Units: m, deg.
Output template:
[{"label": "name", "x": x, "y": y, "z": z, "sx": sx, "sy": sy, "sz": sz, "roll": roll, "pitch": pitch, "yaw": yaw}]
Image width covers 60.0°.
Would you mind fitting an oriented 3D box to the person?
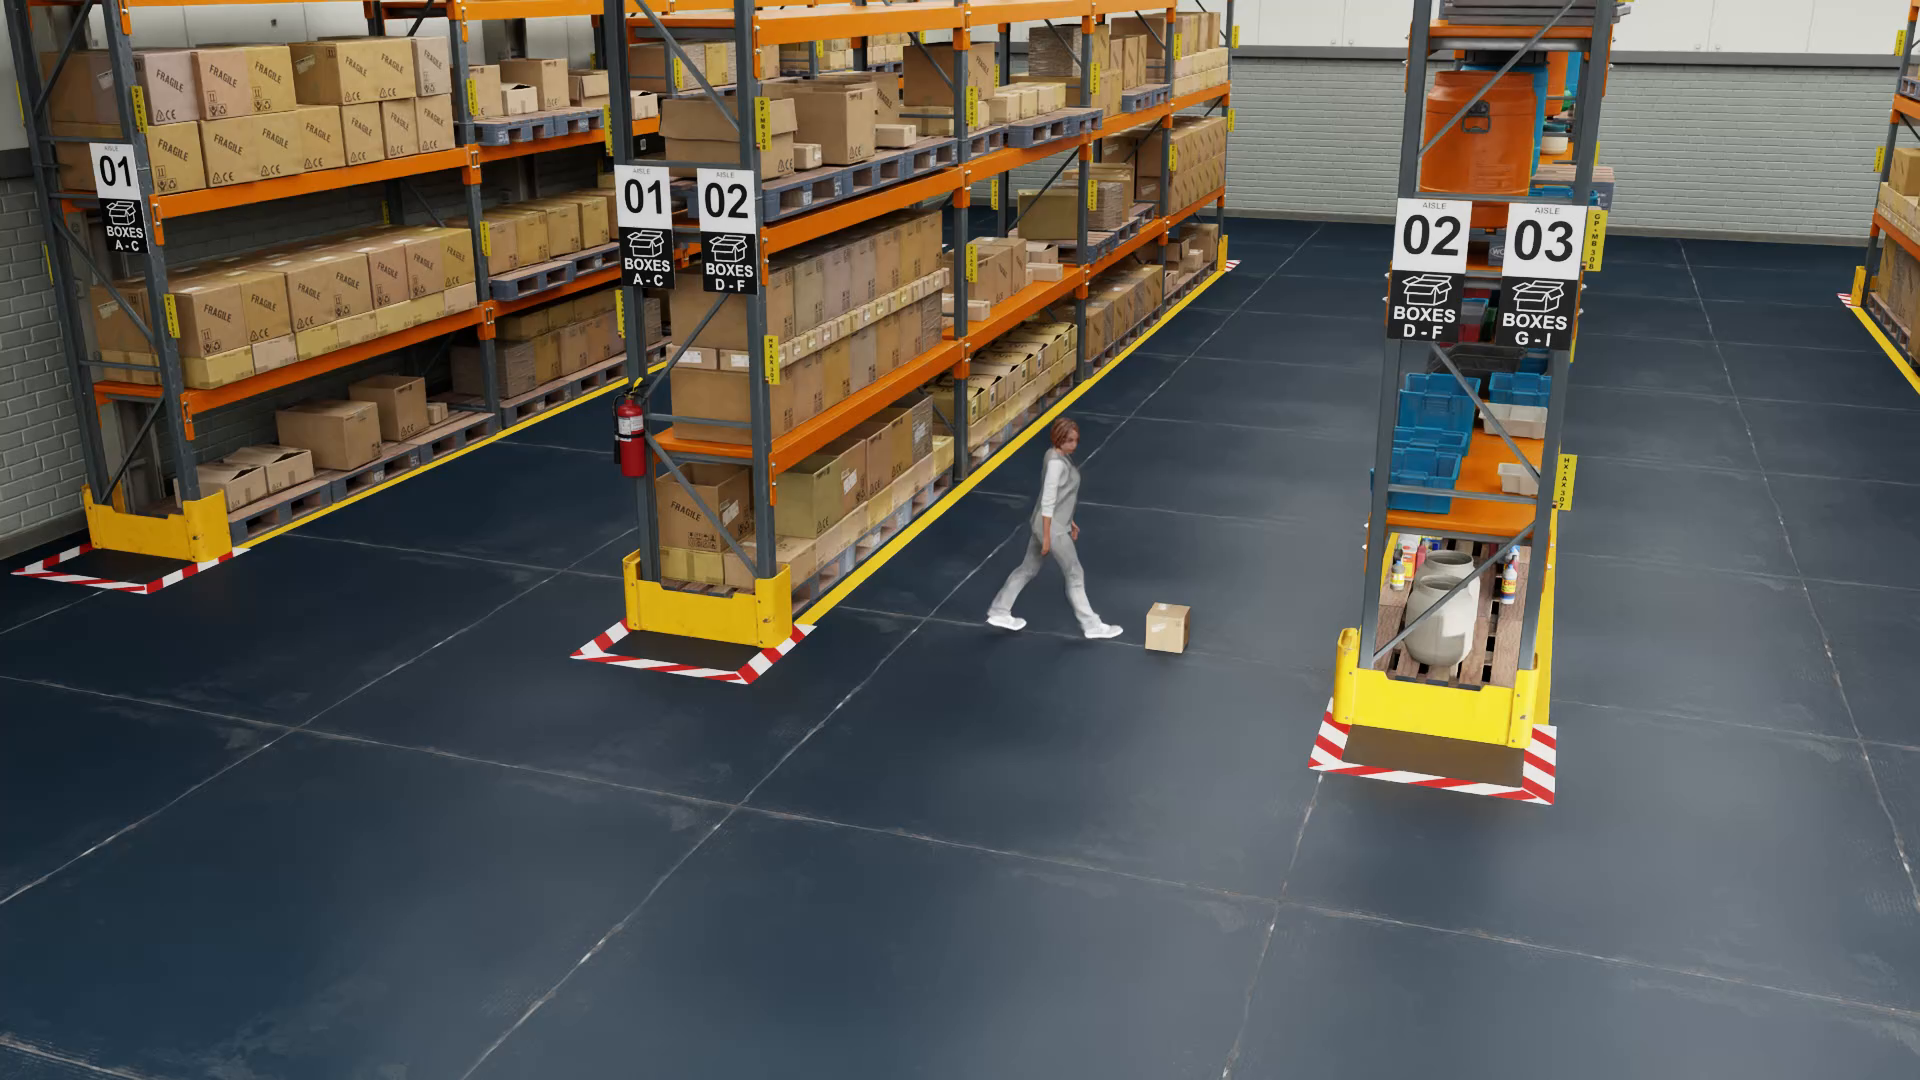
[{"label": "person", "x": 0.652, "y": -0.080, "z": 11.314, "sx": 0.933, "sy": 1.530, "sz": 0.425, "roll": 0, "pitch": 19, "yaw": -1}]
